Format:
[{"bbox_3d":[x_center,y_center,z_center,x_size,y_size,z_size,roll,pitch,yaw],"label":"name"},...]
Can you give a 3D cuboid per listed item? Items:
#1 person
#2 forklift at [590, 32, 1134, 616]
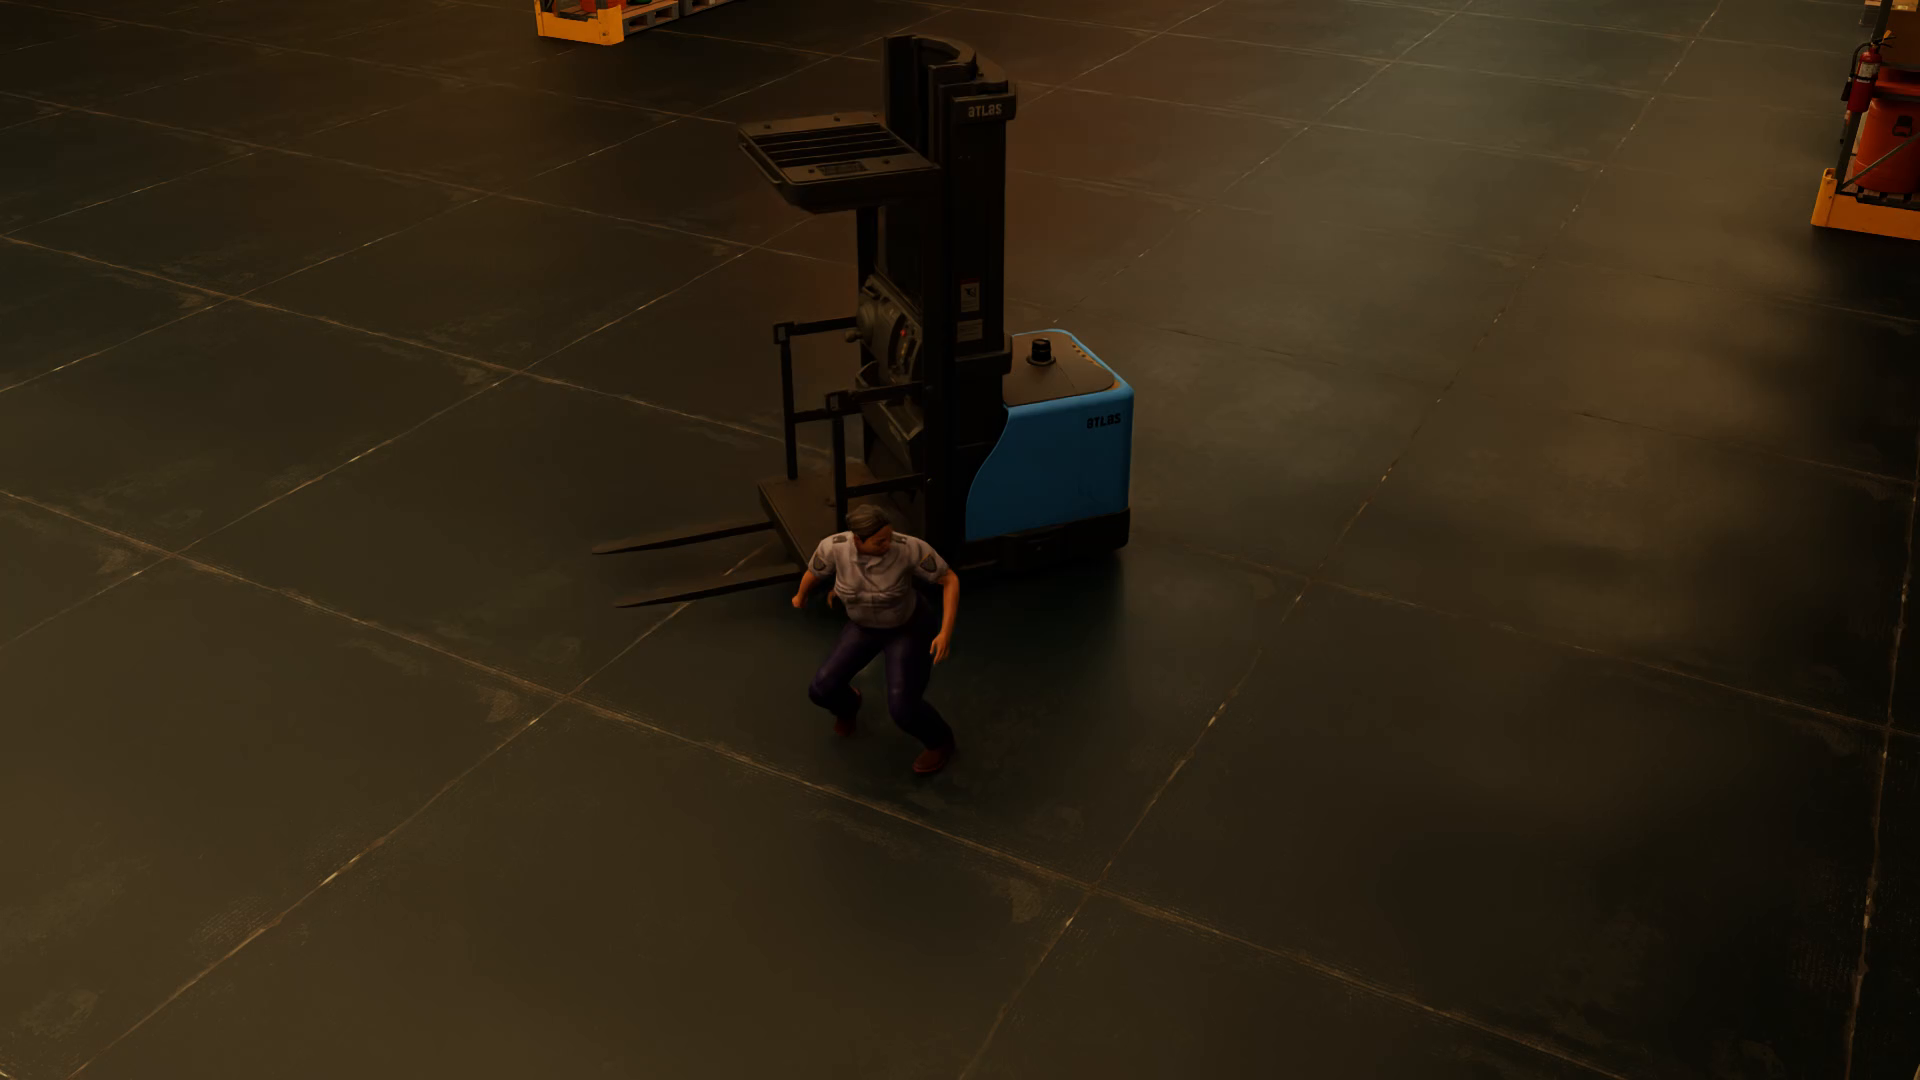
[{"bbox_3d":[-0.421,0.437,7.845,0.922,1.534,0.483,10,32,17],"label":"person"},{"bbox_3d":[-0.575,-1.147,9.058,3.031,2.935,1.130,-11,32,-18],"label":"forklift"}]
